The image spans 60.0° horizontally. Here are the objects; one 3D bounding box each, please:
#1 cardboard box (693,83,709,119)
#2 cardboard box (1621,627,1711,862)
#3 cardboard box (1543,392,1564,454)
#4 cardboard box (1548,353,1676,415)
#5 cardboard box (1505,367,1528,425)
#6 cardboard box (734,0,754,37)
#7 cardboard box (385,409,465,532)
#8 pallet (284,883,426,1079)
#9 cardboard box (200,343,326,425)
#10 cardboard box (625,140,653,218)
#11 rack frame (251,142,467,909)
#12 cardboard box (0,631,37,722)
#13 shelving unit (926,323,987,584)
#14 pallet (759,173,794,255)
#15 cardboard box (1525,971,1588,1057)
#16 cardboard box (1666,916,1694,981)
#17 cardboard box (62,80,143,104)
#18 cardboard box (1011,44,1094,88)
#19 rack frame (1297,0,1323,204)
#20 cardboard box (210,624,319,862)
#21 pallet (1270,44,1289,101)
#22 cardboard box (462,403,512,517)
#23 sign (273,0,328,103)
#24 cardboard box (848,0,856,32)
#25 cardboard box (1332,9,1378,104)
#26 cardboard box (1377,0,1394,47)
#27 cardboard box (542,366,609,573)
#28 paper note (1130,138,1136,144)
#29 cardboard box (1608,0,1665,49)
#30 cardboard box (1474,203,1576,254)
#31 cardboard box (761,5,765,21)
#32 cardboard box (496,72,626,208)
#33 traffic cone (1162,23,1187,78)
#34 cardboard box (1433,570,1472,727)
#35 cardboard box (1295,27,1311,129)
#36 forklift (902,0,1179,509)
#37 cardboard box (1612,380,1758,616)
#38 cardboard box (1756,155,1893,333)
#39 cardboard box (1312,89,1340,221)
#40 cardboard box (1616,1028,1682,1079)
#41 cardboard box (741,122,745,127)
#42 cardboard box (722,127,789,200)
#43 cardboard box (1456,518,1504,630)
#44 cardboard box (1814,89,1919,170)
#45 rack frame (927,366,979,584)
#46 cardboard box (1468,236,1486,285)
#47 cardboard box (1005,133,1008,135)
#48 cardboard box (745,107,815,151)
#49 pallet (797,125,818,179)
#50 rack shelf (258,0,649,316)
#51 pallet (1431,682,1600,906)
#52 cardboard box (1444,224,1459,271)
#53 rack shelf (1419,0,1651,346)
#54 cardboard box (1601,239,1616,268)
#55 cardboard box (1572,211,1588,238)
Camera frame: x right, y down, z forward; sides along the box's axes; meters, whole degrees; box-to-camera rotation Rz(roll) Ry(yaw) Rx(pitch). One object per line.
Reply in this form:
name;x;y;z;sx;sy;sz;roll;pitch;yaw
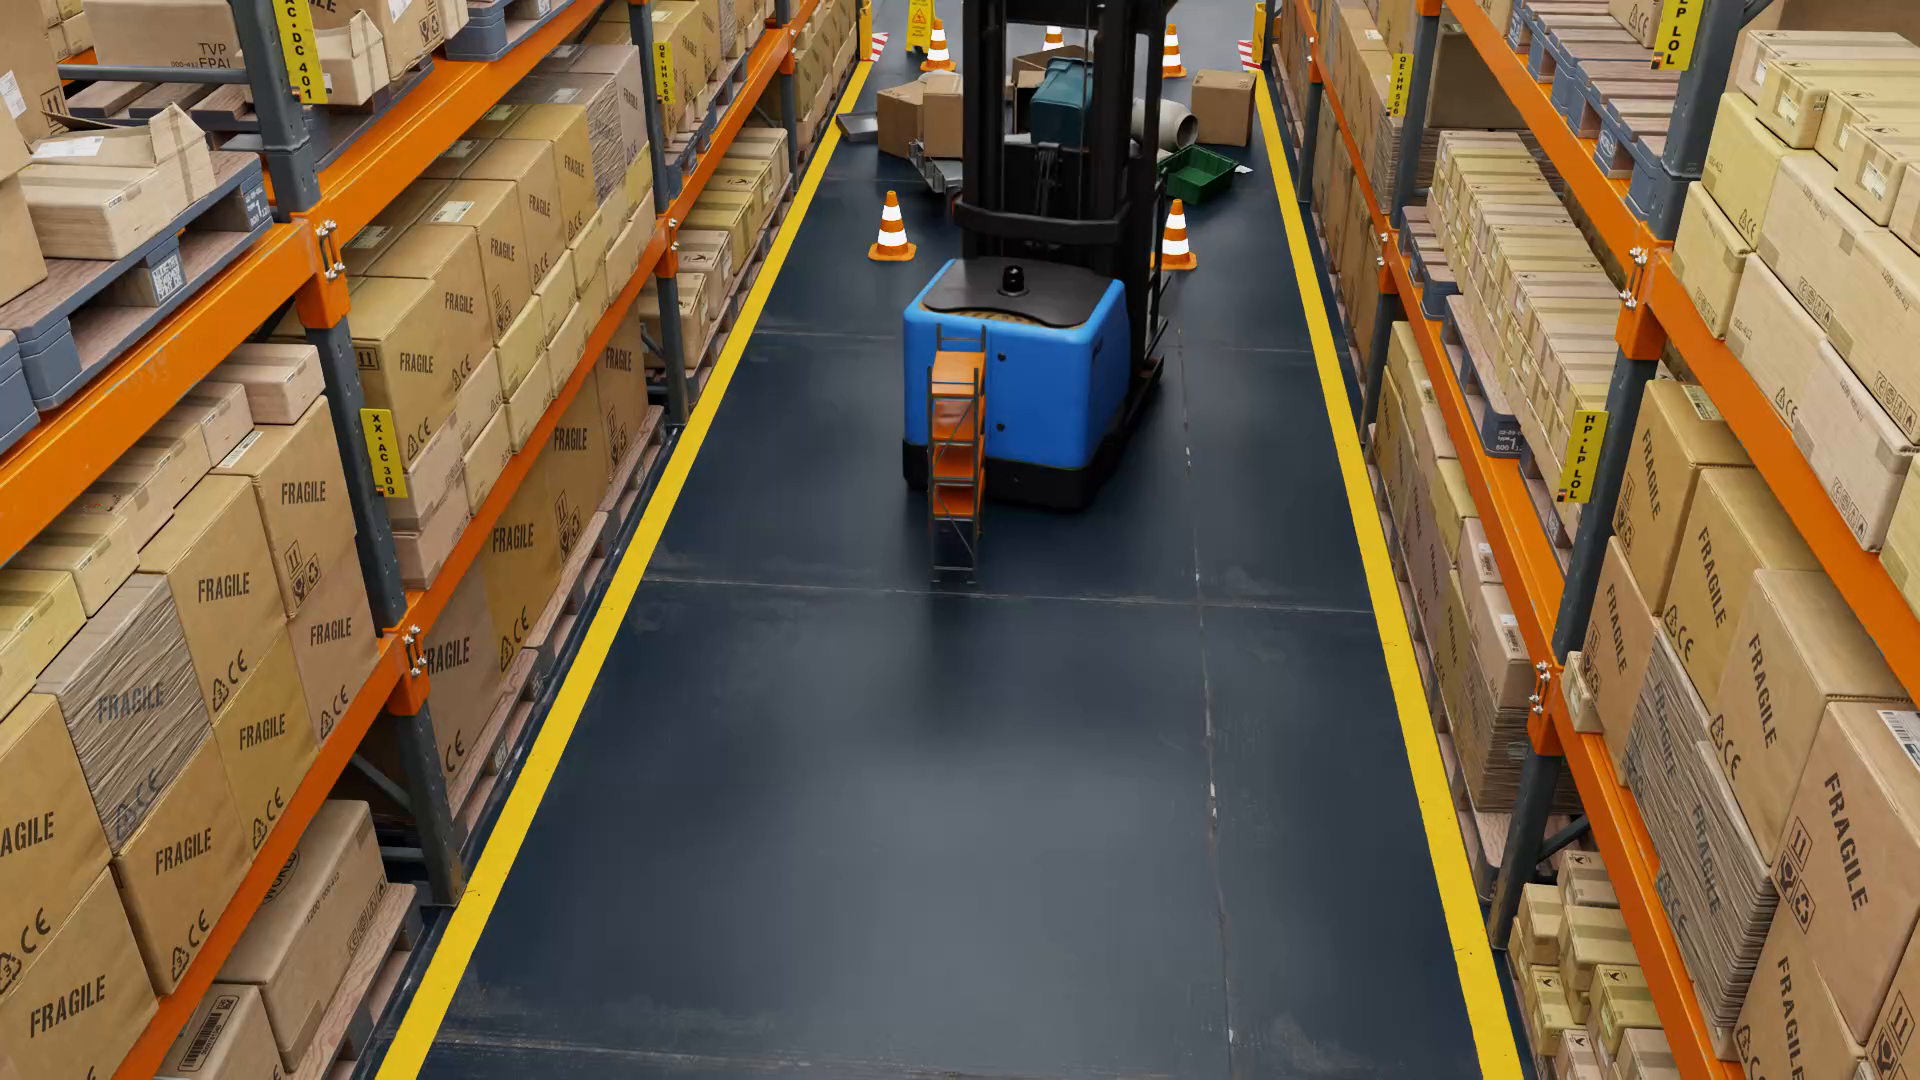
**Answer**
cardboard box;-1.735;-2.658;10.043;0.380;0.149;0.250;3;32;4
cardboard box;2.177;0.594;4.548;0.500;0.500;0.500;2;32;4
cardboard box;2.380;-0.426;6.138;0.380;0.149;0.250;4;32;6
cardboard box;2.383;-0.563;6.076;0.380;0.149;0.250;1;32;2
cardboard box;2.417;-0.574;6.662;0.380;0.149;0.250;1;32;2
cardboard box;-1.685;-3.653;11.040;0.500;0.500;0.500;4;32;6
cardboard box;-2.124;-0.269;5.994;0.500;0.250;0.500;2;32;3
pallet;-2.580;1.679;5.824;1.003;0.211;1.213;2;32;4
cardboard box;-2.148;-0.472;4.990;0.380;0.149;0.250;2;32;3
cardboard box;-1.901;-1.879;8.606;0.500;0.250;0.500;2;32;4
rack frame;-2.441;0.098;5.732;1.000;3.000;0.127;2;32;4
cardboard box;-2.321;0.323;3.700;0.380;0.149;0.250;2;32;4
shelving unit;-0.013;-0.424;8.295;0.258;1.200;0.503;2;32;4
pallet;-1.851;-2.491;12.591;1.003;0.211;1.213;2;32;4
cardboard box;2.130;1.607;5.600;0.380;0.149;0.250;3;32;5
cardboard box;2.122;1.048;4.429;0.380;0.149;0.250;3;32;5
cardboard box;-6.768;-3.190;12.931;0.875;0.625;0.625;4;32;6
cardboard box;0.917;-4.088;14.903;0.797;0.503;0.637;-20;37;-29
rack frame;3.153;-3.927;12.263;1.000;3.000;0.127;2;32;4
cardboard box;-2.260;0.578;4.858;0.500;0.500;0.500;2;32;3
pallet;3.491;-4.410;15.705;1.003;0.211;1.213;2;32;4
cardboard box;-2.101;-0.328;6.566;0.500;0.250;0.500;2;32;3
sign;-1.887;-1.410;4.752;0.100;0.325;0.005;2;32;4
cardboard box;-1.269;-5.074;15.631;0.500;0.500;0.500;3;32;4
cardboard box;2.758;-3.181;10.957;0.500;0.500;0.500;2;32;4
cardboard box;2.994;-3.338;10.259;0.700;0.500;0.500;2;32;3
cardboard box;-2.331;-0.444;8.237;0.875;0.875;0.875;3;32;5
paper note;1.439;-3.448;14.323;0.172;0.023;0.155;14;34;21
cardboard box;2.758;-2.046;5.852;0.797;0.503;0.637;2;32;3
cardboard box;2.510;-1.378;7.400;0.380;0.149;0.250;4;32;6
cardboard box;-1.595;-3.739;11.798;0.380;0.149;0.250;2;32;3
cardboard box;-1.930;-1.912;7.945;0.500;0.500;0.500;3;32;5
traffic cone;2.020;-4.721;15.970;0.336;0.463;0.334;2;32;4
cardboard box;2.353;0.476;7.101;0.500;0.500;0.500;2;32;3
cardboard box;3.343;-3.999;14.004;0.875;0.875;0.875;3;32;4
forklift;0.631;-2.179;9.493;1.130;2.935;3.031;10;33;15
cardboard box;2.222;-0.113;4.742;0.500;0.500;0.500;3;32;5
cardboard box;2.178;-0.668;3.782;0.500;0.250;0.500;2;32;4
cardboard box;3.192;-2.819;12.210;1.050;0.750;0.750;2;32;4
cardboard box;2.215;1.622;5.008;0.380;0.149;0.250;2;32;3
cardboard box;-2.009;-3.414;13.652;0.500;0.250;0.500;4;32;6
cardboard box;-1.829;-2.871;12.654;0.950;0.372;0.625;3;32;5
cardboard box;2.365;0.154;6.909;0.500;0.250;0.500;4;32;6
cardboard box;2.217;-0.923;3.816;0.380;0.149;0.250;2;32;3
rack frame;-0.033;-0.297;8.088;0.240;1.200;0.015;2;32;4
cardboard box;2.508;-1.246;7.468;0.380;0.149;0.250;3;32;4
cardboard box;0.416;-3.256;13.780;0.258;0.266;0.396;-20;37;-29
cardboard box;-1.472;-3.391;13.613;0.500;0.250;0.500;1;32;2
pallet;-1.770;-3.251;13.824;1.003;0.211;1.213;2;32;4
rack shelf;-2.278;-1.919;6.831;1.077;0.370;4.000;2;32;4
pallet;2.563;1.036;6.867;1.003;0.211;1.213;2;32;4
cardboard box;2.546;-1.400;8.002;0.380;0.149;0.250;4;32;6
rack shelf;2.664;-1.760;6.574;1.077;0.370;4.000;2;32;4
cardboard box;3.181;-1.348;7.634;0.380;0.149;0.250;3;32;4
cardboard box;3.223;-1.500;8.164;0.380;0.149;0.250;2;32;4
